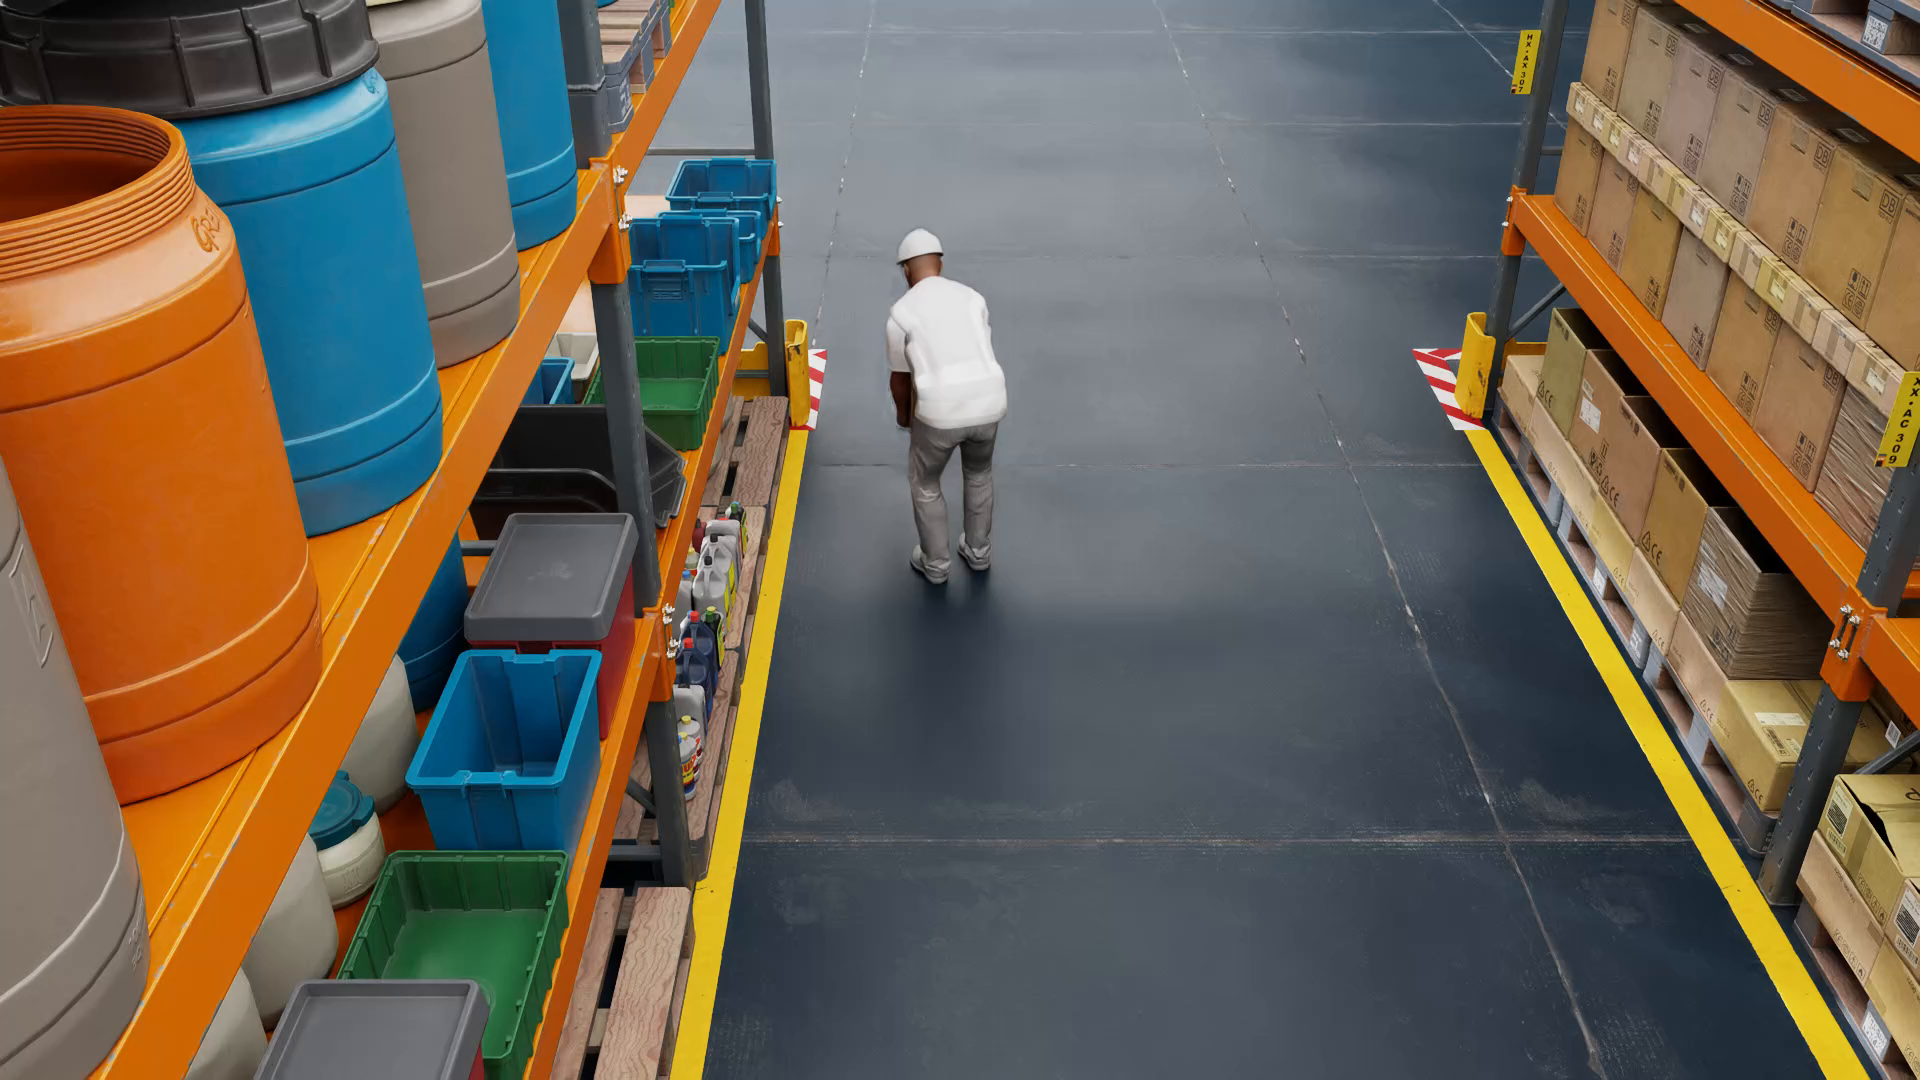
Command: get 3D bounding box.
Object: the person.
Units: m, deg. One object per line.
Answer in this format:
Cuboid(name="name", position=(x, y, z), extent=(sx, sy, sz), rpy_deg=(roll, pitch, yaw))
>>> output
Cuboid(name="person", position=(-0.092, -0.620, 7.798), extent=(0.489, 1.588, 0.763), rpy_deg=(-11, 33, -18))
